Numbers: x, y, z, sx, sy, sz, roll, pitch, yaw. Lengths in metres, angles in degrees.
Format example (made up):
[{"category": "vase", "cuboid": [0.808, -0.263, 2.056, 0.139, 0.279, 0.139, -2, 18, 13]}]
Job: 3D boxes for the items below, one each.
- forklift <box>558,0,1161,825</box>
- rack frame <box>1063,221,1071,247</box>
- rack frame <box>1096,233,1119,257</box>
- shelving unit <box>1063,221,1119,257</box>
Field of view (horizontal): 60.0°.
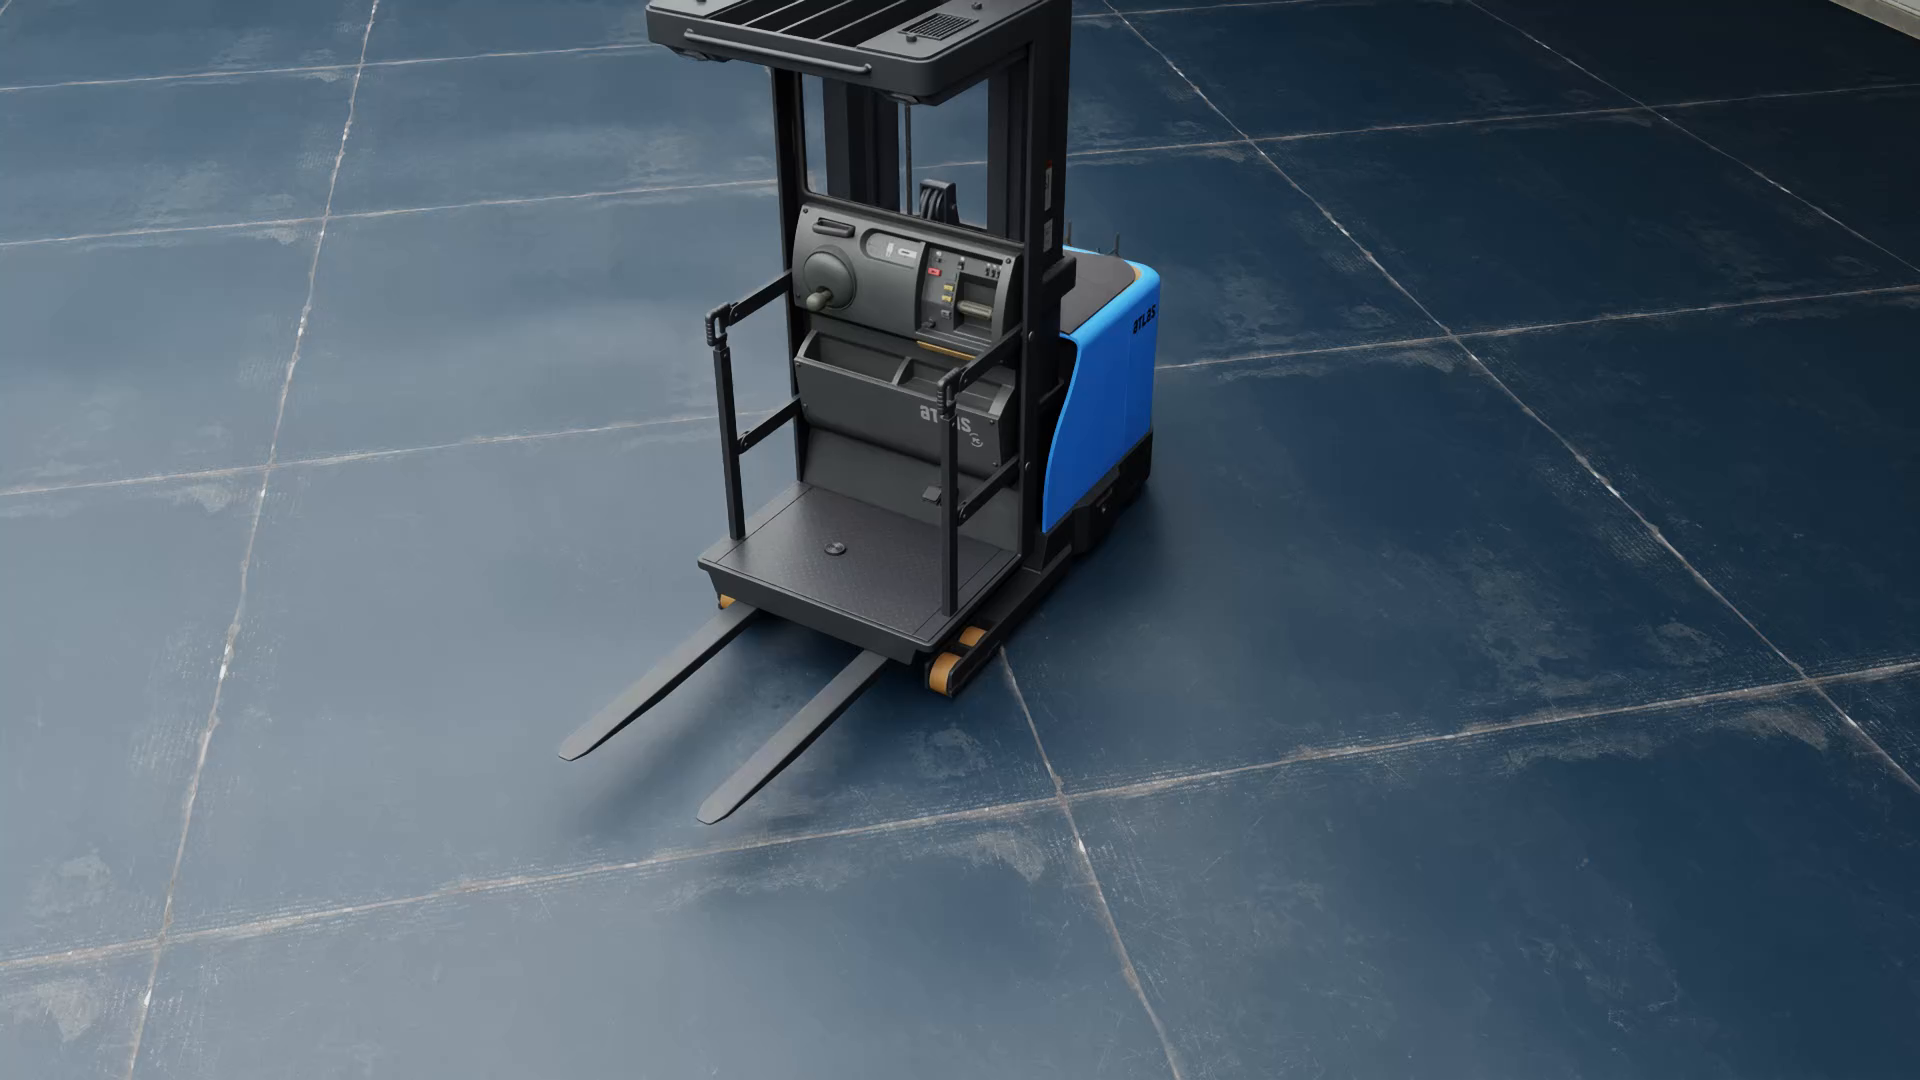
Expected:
[{"category": "forklift", "cuboid": [-0.325, -0.916, 5.985, 1.130, 2.935, 3.031, 19, 38, 25]}, {"category": "rack frame", "cuboid": [0.448, -0.958, 7.734, 0.008, 1.050, 0.200, 19, 39, 26]}, {"category": "rack frame", "cuboid": [0.654, -0.886, 7.627, 0.008, 1.050, 0.200, 19, 39, 26]}, {"category": "shelving unit", "cuboid": [0.551, -0.922, 7.680, 0.252, 1.050, 0.215, 19, 39, 26]}]
